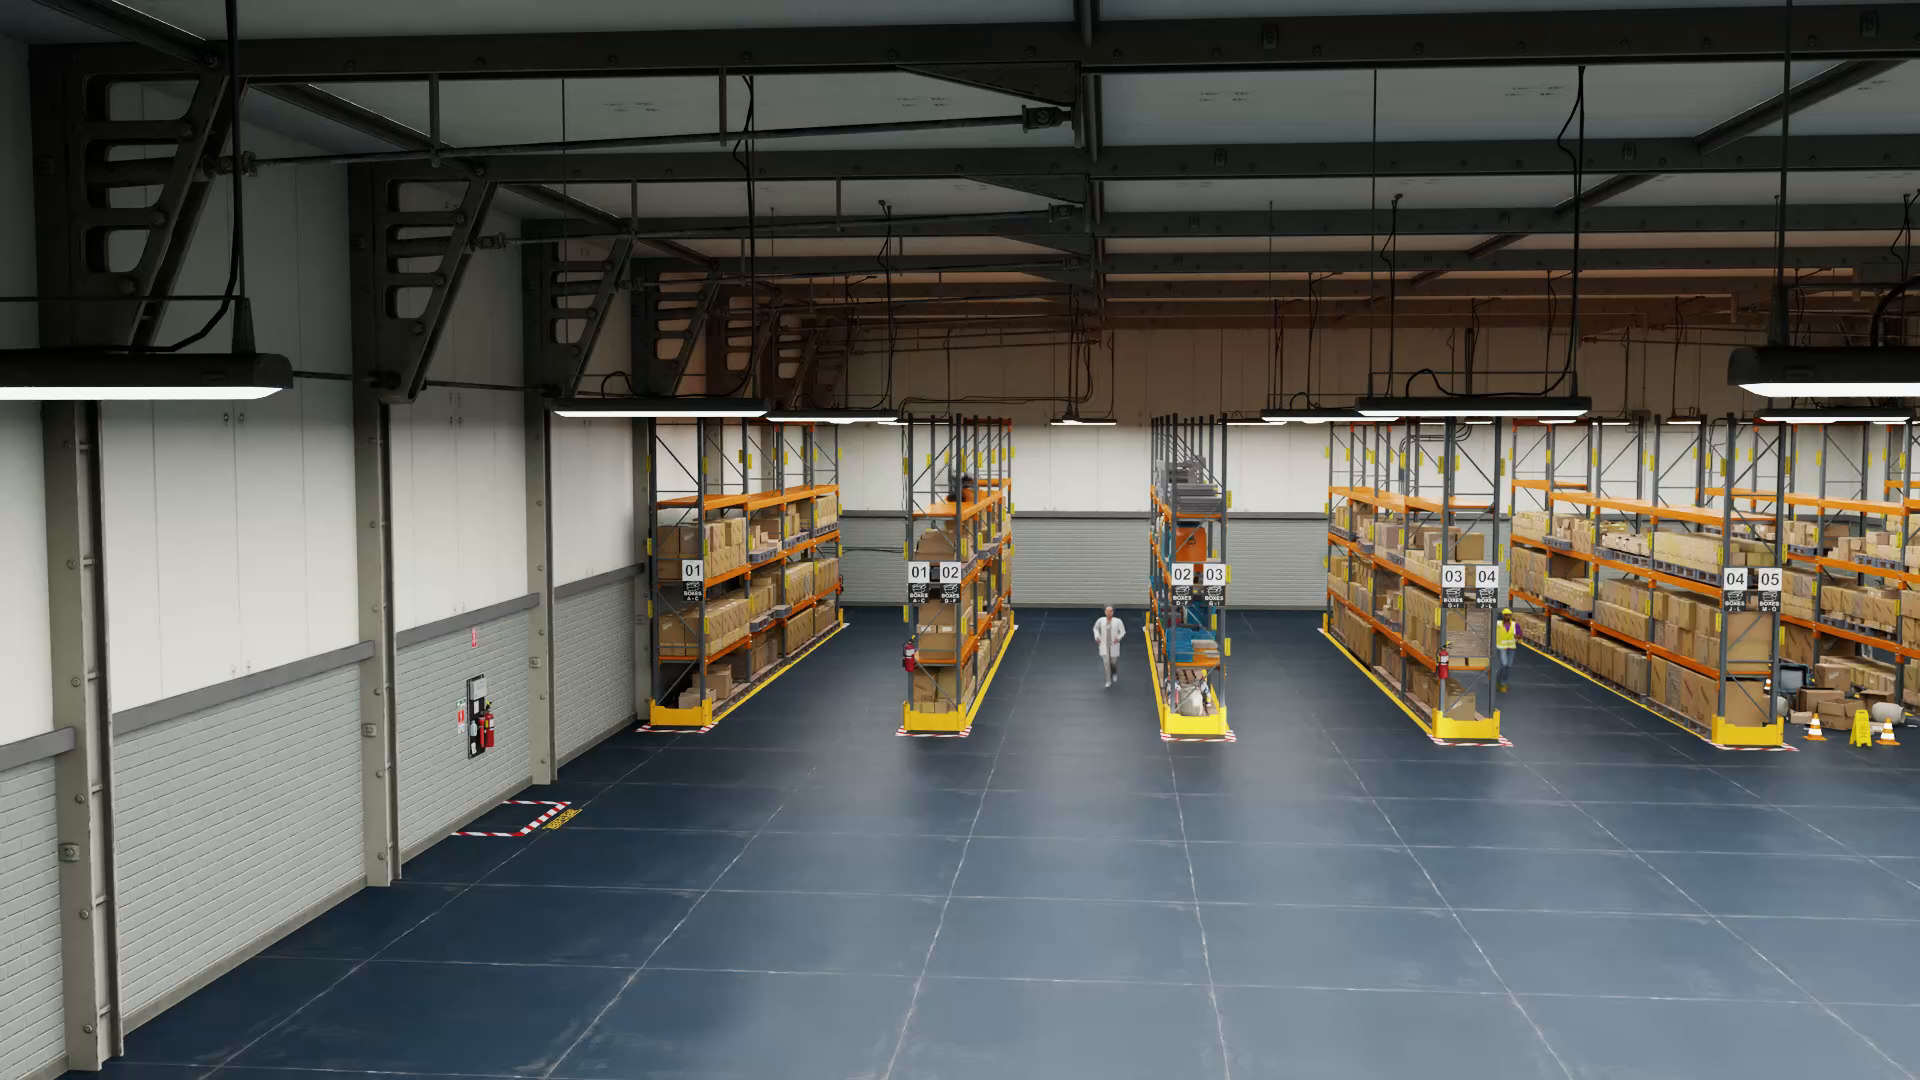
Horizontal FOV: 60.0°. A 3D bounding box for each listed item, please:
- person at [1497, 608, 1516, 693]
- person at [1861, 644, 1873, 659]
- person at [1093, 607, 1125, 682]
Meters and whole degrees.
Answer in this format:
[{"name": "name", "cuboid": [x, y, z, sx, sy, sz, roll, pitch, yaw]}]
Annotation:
[{"name": "person", "cuboid": [11.888, 2.399, 36.252, 0.438, 1.828, 0.744, 0, 4, -2]}, {"name": "person", "cuboid": [21.834, 2.169, 40.118, 0.510, 1.475, 0.644, 0, 4, 3]}, {"name": "person", "cuboid": [3.300, 2.305, 36.865, 0.720, 1.675, 0.670, 1, 4, 9]}]
